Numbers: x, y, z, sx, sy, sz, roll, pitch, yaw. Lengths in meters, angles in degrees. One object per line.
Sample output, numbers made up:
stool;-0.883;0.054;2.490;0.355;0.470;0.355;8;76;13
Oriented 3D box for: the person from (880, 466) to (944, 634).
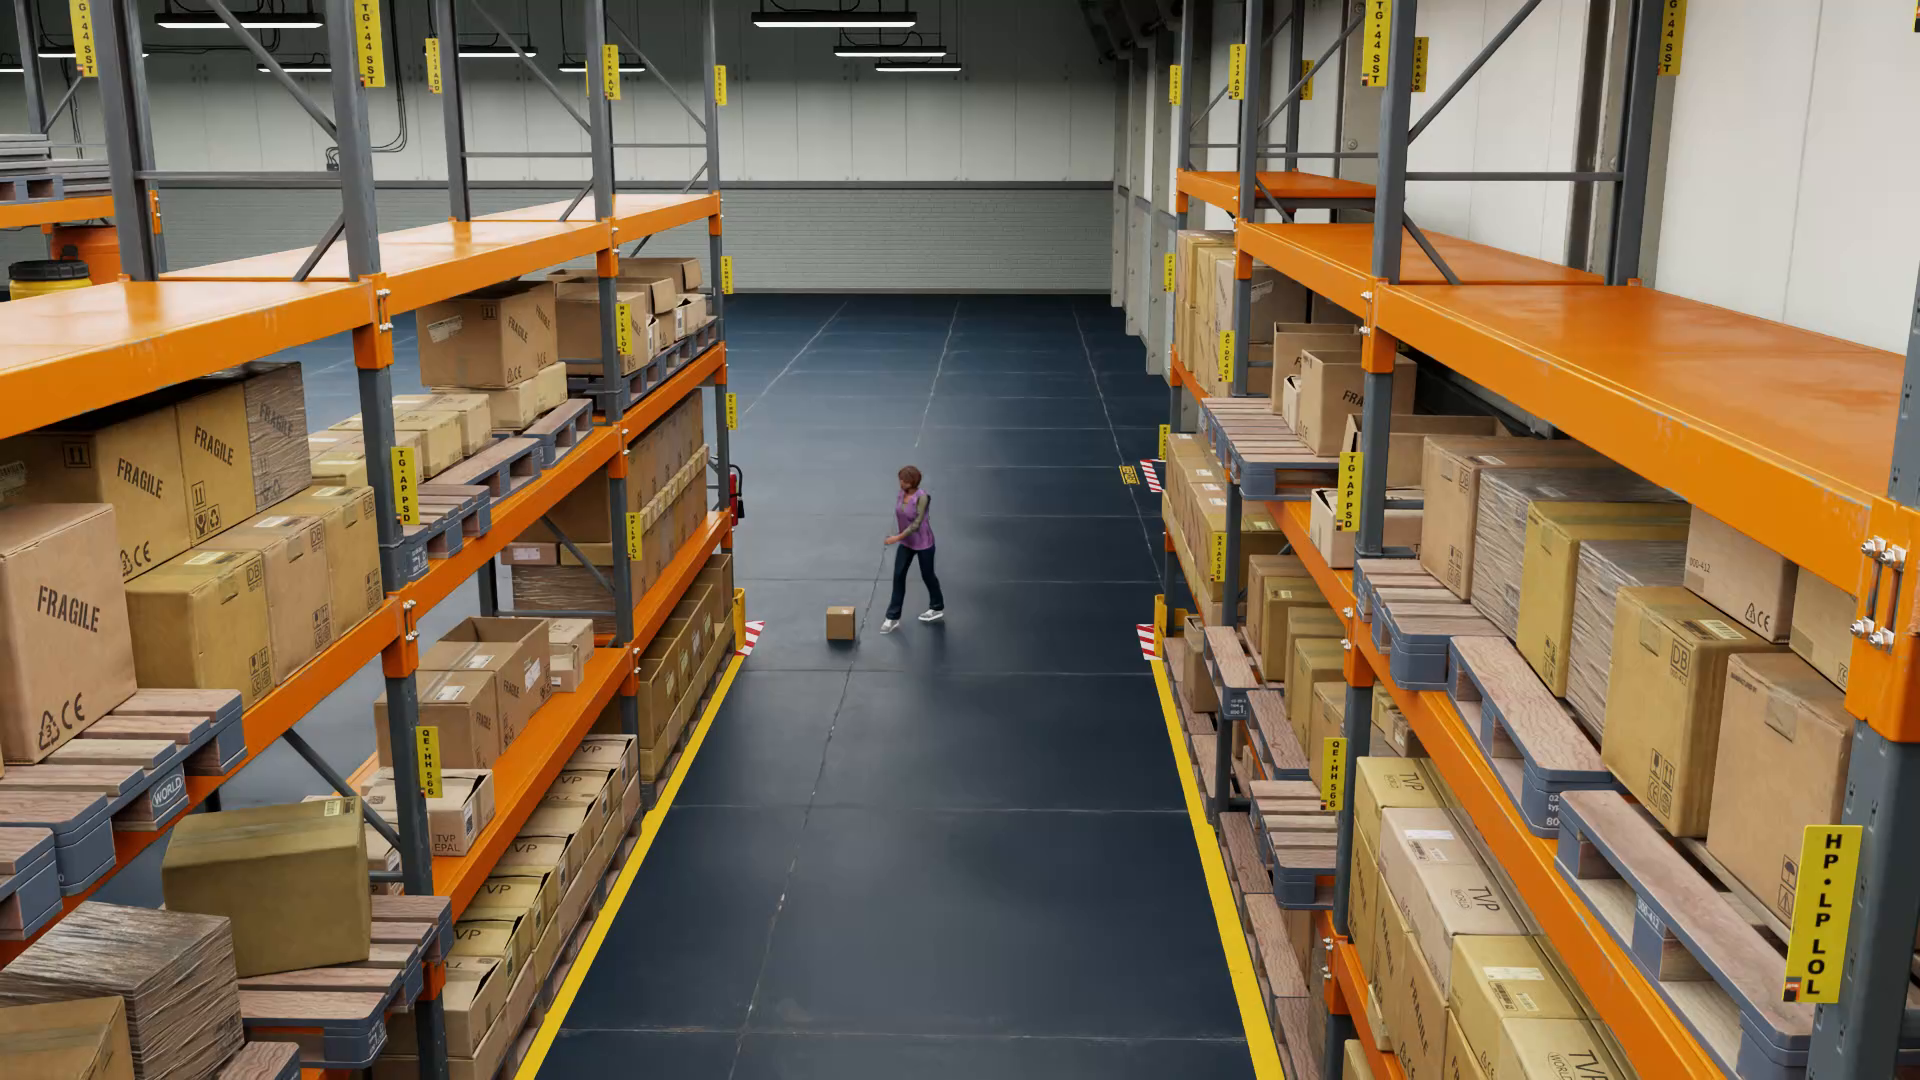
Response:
person;-0.463;0.079;15.795;0.405;1.544;0.786;11;18;37
